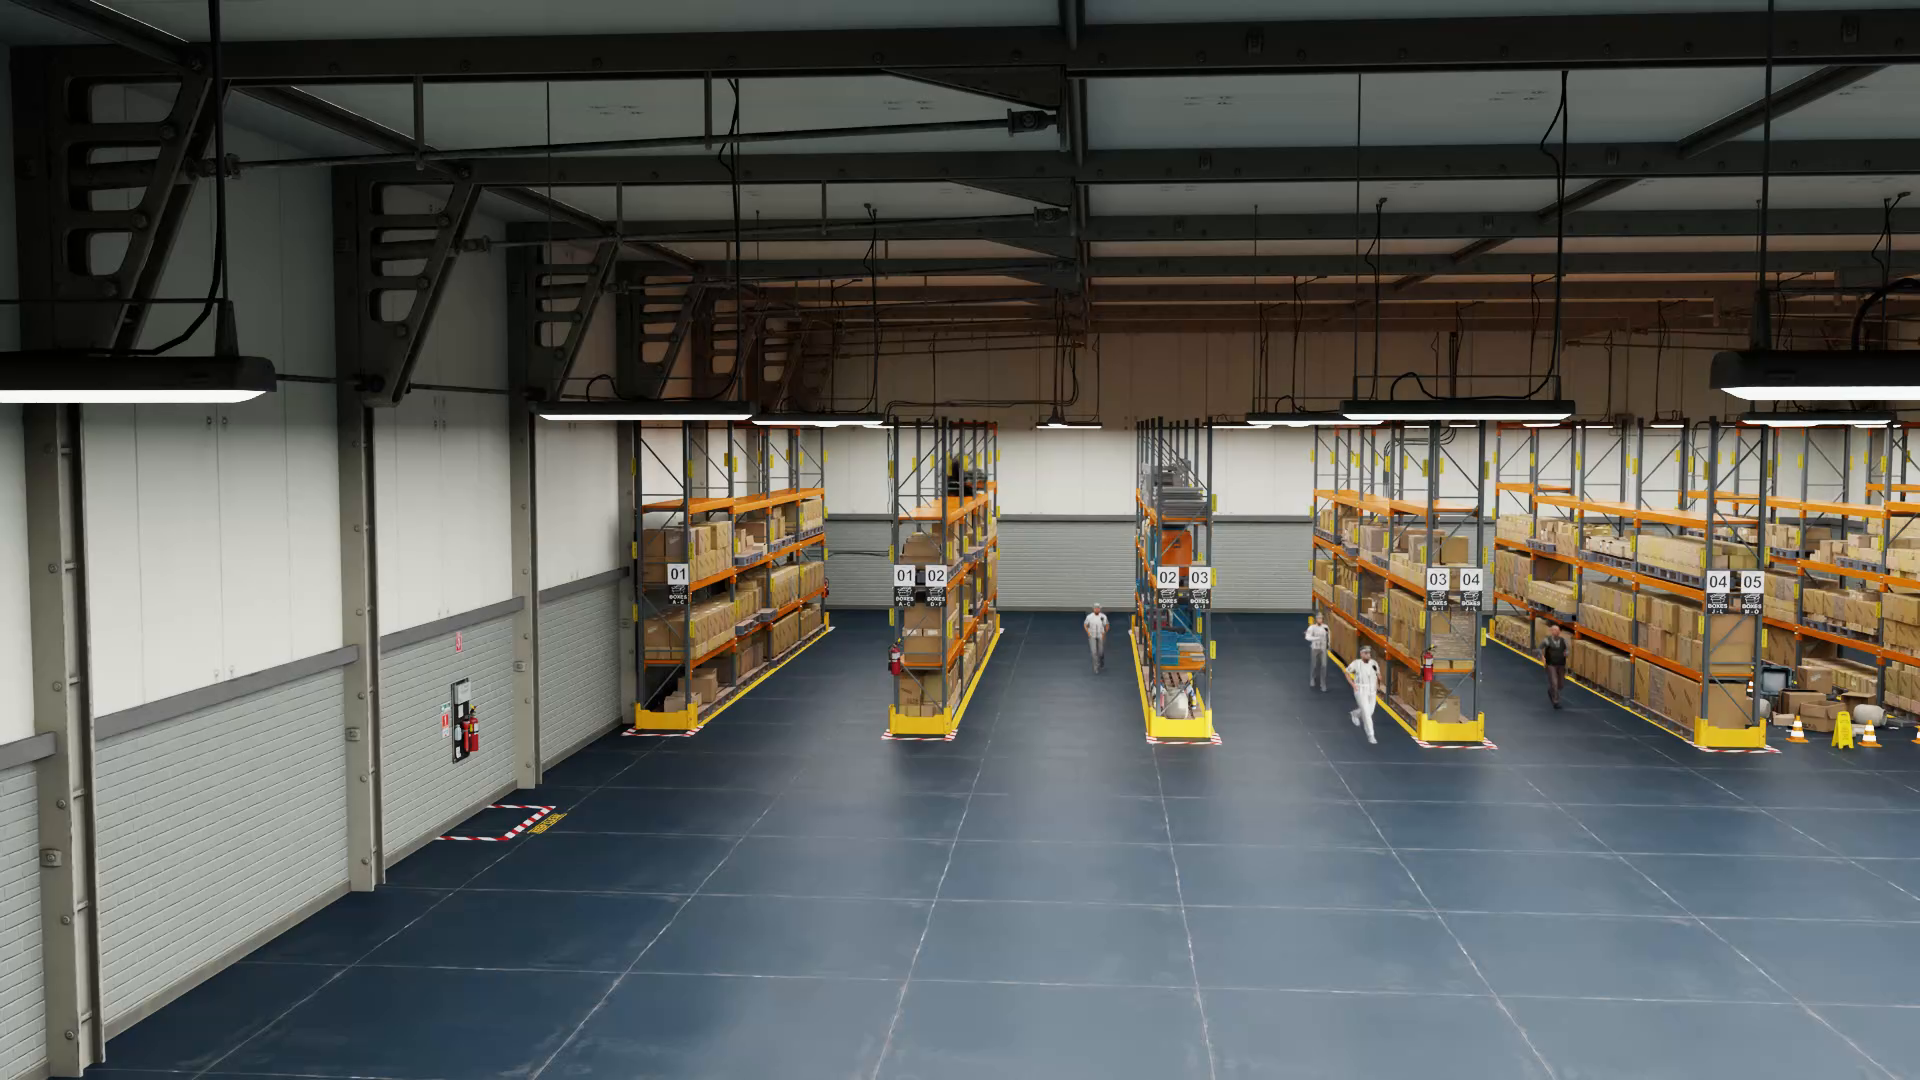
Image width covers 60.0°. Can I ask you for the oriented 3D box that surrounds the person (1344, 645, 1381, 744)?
[{"bbox_3d":[7.544,2.843,30.978,0.634,1.791,1.104,-1,4,-18],"label":"person"}]

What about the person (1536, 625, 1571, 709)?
[{"bbox_3d":[12.323,2.626,34.469,0.668,1.676,0.912,0,4,-3],"label":"person"}]

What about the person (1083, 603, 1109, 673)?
[{"bbox_3d":[3.249,2.320,39.668,0.614,1.638,0.578,0,4,3],"label":"person"}]

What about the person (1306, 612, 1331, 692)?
[{"bbox_3d":[7.952,2.458,36.904,0.612,1.748,0.805,0,4,1],"label":"person"}]
